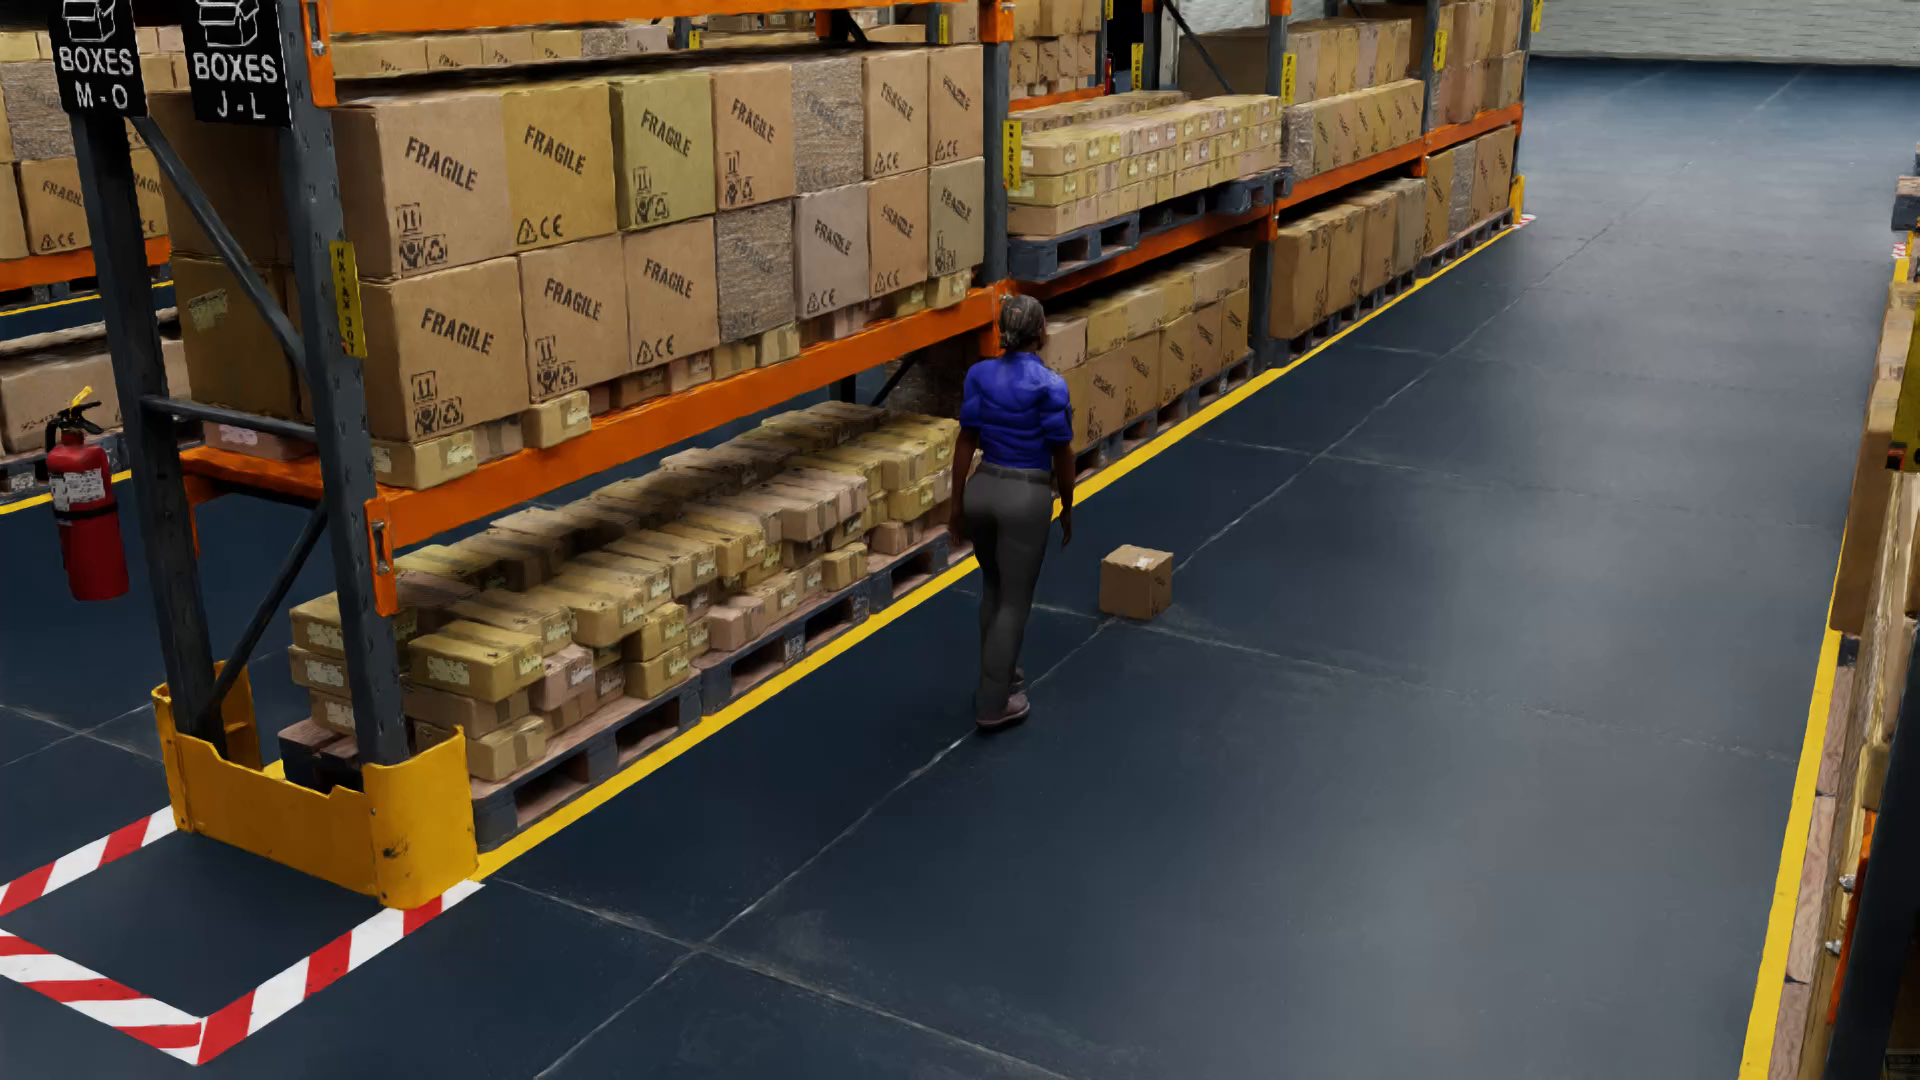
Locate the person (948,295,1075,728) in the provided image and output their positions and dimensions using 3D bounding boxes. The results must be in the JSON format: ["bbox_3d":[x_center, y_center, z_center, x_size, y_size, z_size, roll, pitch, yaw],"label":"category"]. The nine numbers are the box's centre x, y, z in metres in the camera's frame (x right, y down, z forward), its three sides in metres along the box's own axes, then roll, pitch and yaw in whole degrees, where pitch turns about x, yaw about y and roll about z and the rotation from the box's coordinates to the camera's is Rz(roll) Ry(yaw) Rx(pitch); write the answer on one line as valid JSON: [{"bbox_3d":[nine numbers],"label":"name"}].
[{"bbox_3d":[0.208,-0.104,6.398,0.458,1.676,0.593,12,23,31],"label":"person"}]
